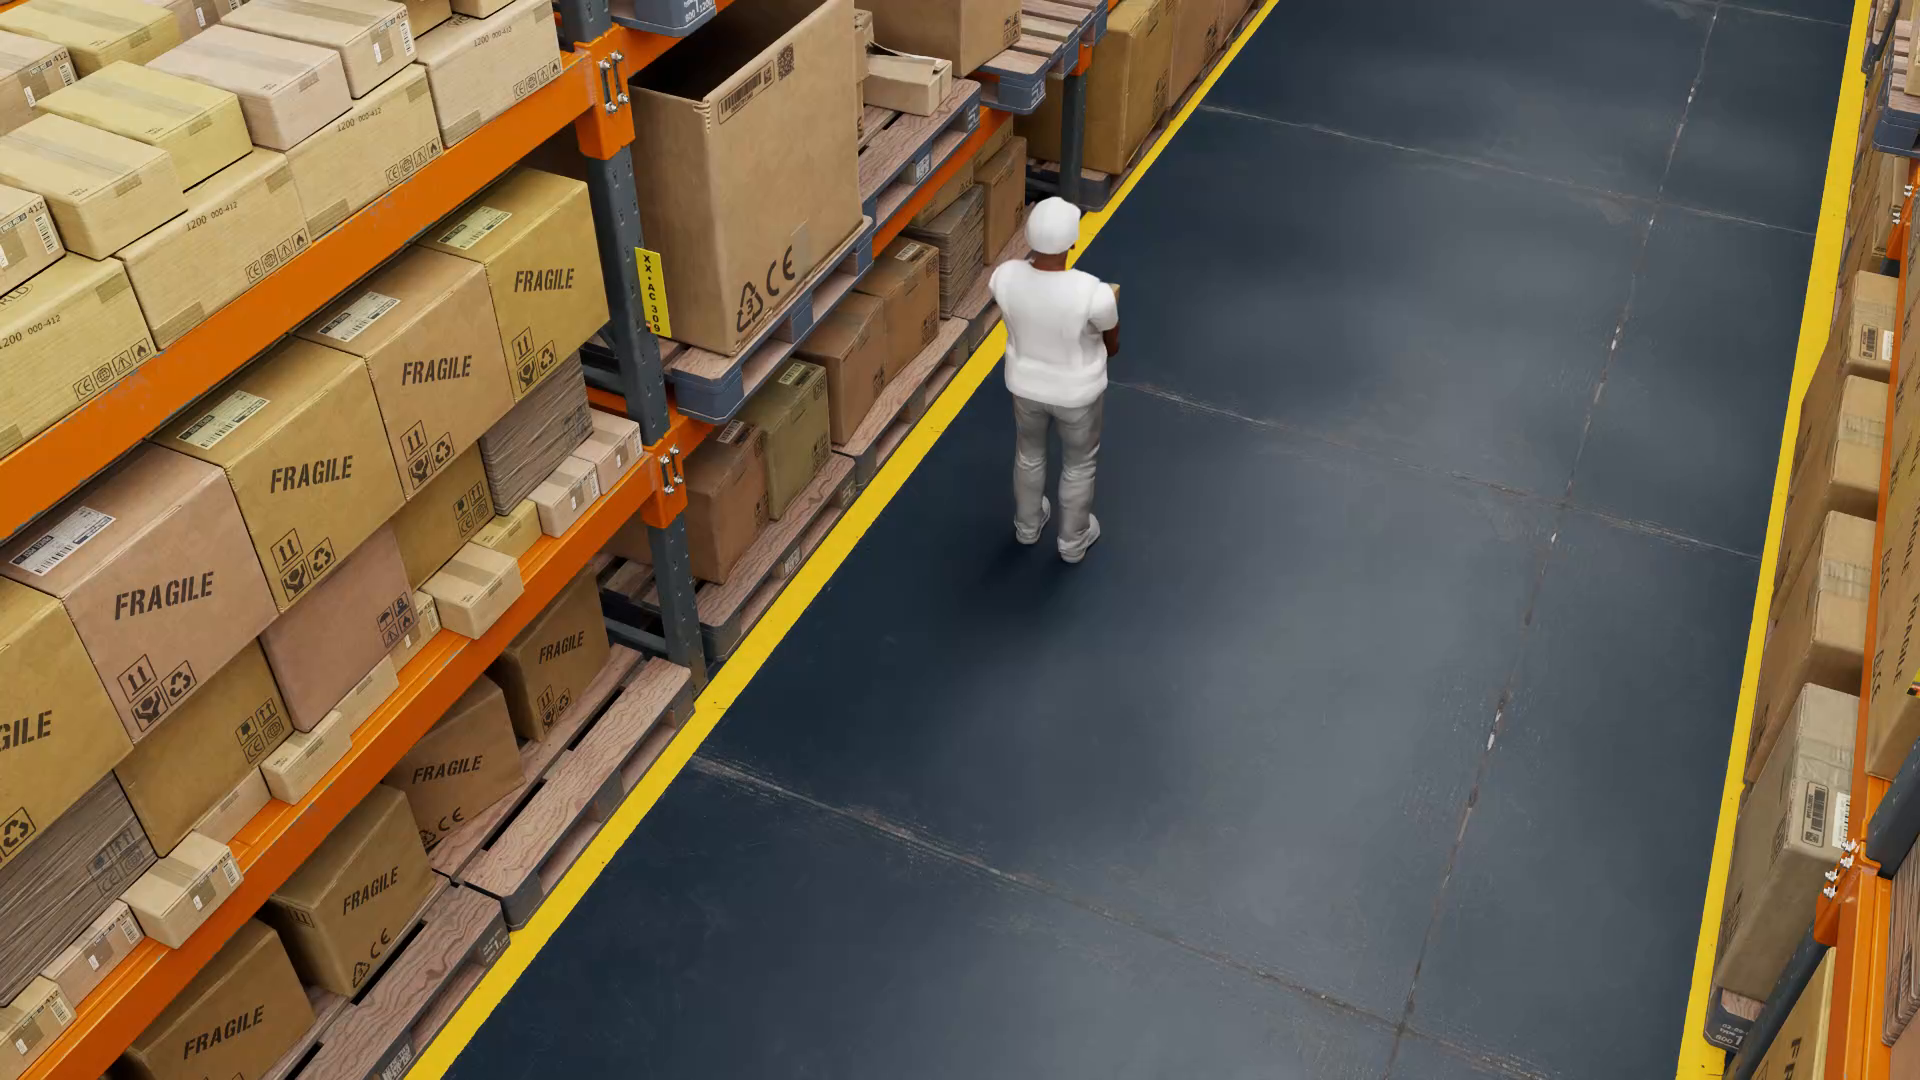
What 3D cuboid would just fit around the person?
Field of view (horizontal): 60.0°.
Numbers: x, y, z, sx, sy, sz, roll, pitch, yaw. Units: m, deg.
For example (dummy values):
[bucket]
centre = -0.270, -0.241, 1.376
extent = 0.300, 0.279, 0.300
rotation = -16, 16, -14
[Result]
[person]
centre = 0.416, -0.707, 6.939
extent = 0.503, 1.760, 0.576
rotation = 15, 44, 16
